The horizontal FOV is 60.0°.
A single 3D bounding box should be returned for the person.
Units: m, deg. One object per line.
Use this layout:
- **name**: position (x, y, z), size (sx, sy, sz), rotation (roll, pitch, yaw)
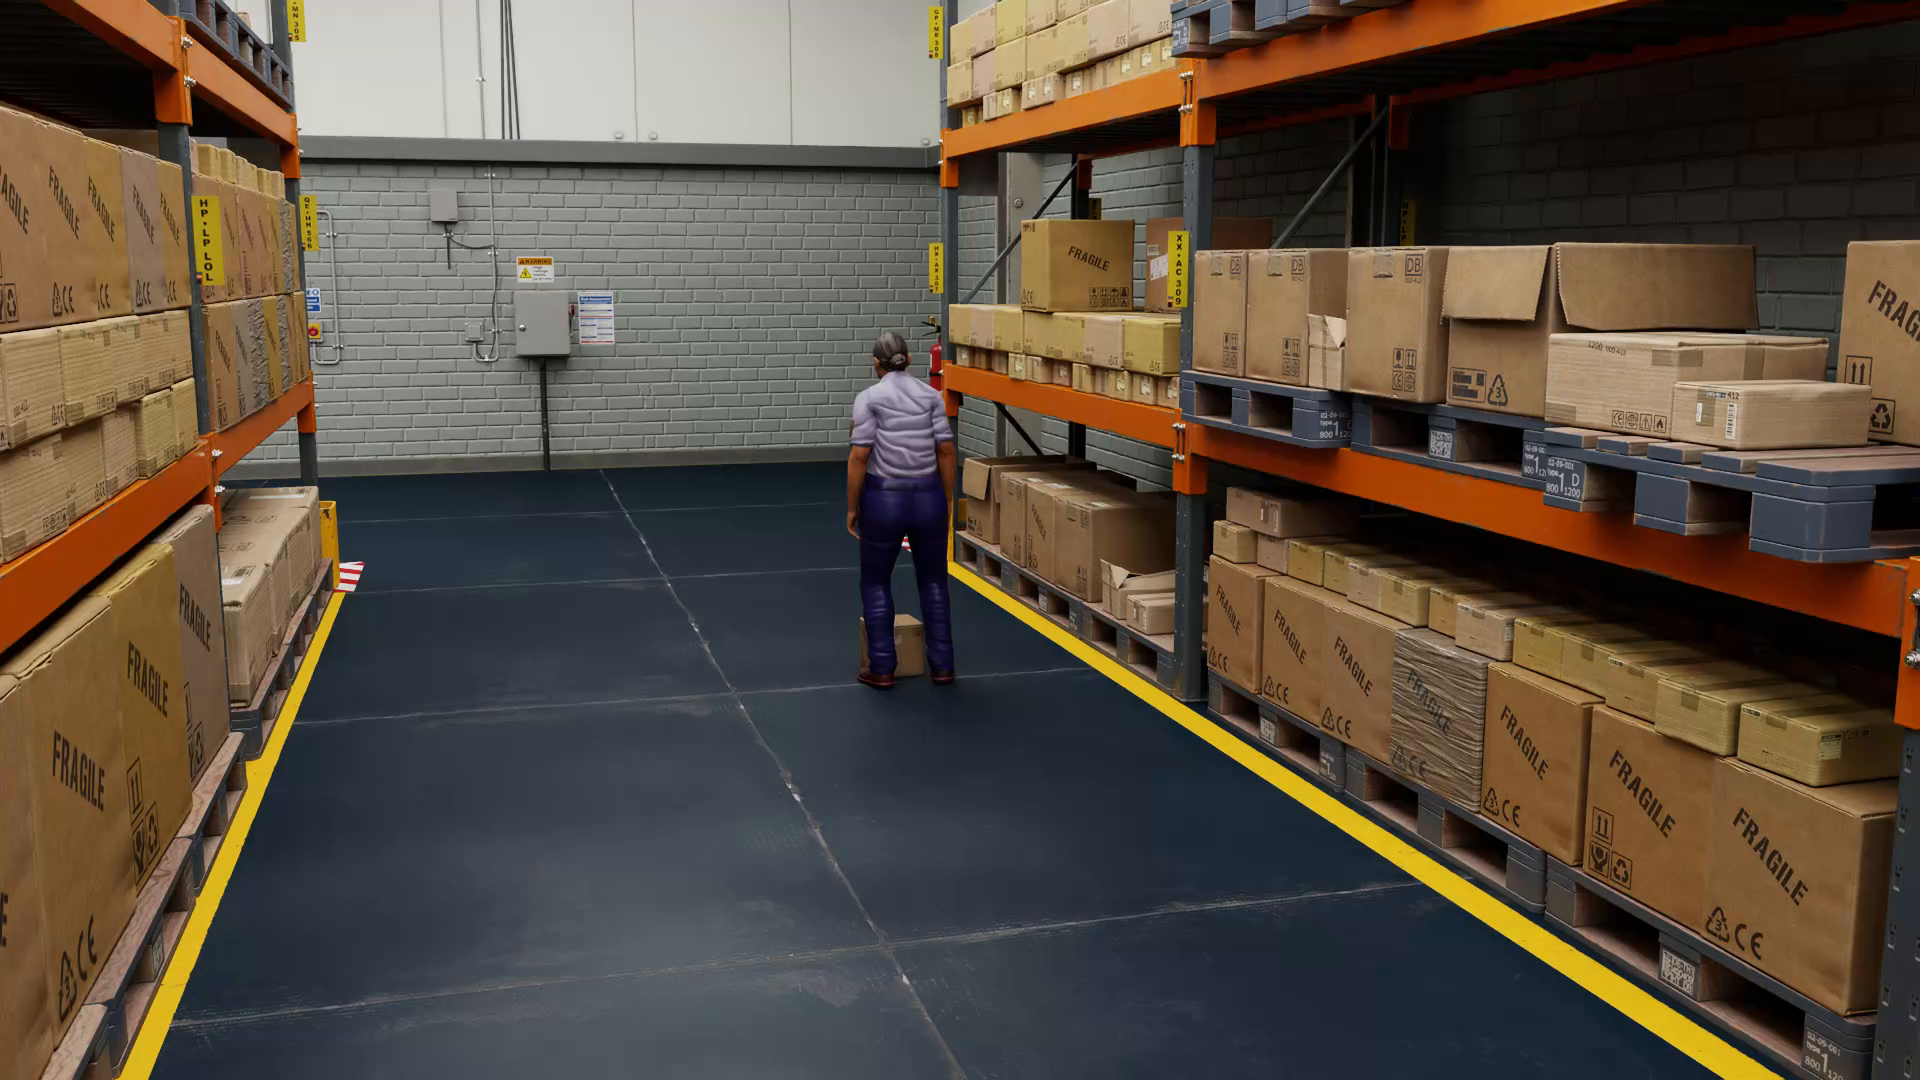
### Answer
- **person**: position (-0.260, -0.131, 7.745), size (0.561, 1.636, 0.368), rotation (-3, 10, -19)
